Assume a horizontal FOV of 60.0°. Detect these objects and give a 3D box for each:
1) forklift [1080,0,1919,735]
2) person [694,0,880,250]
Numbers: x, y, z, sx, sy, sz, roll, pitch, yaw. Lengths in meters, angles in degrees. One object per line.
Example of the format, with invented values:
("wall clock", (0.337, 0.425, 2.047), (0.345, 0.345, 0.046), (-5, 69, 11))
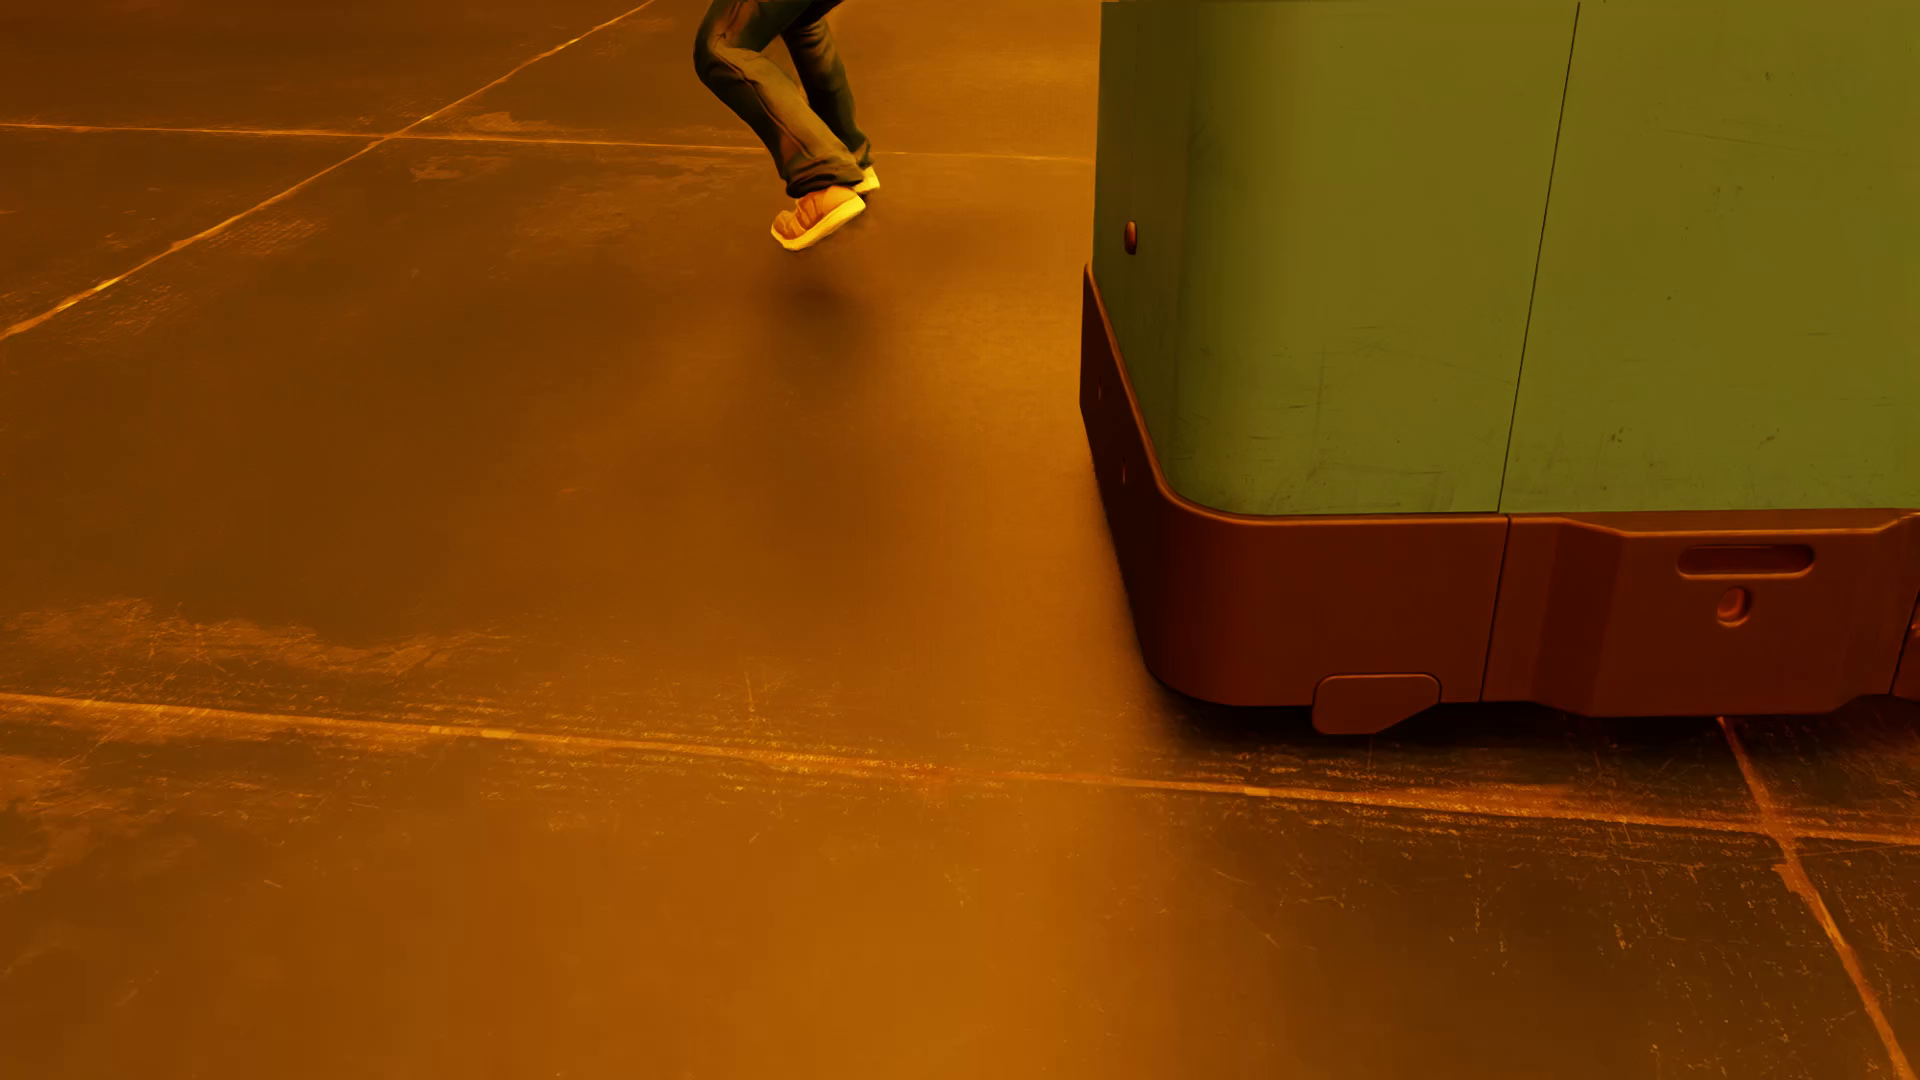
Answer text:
("forklift", (1.729, -1.306, 1.835), (3.031, 2.935, 1.130), (-1, 27, -2))
("person", (-0.288, -1.375, 3.707), (0.488, 1.495, 1.032), (8, 28, 16))
